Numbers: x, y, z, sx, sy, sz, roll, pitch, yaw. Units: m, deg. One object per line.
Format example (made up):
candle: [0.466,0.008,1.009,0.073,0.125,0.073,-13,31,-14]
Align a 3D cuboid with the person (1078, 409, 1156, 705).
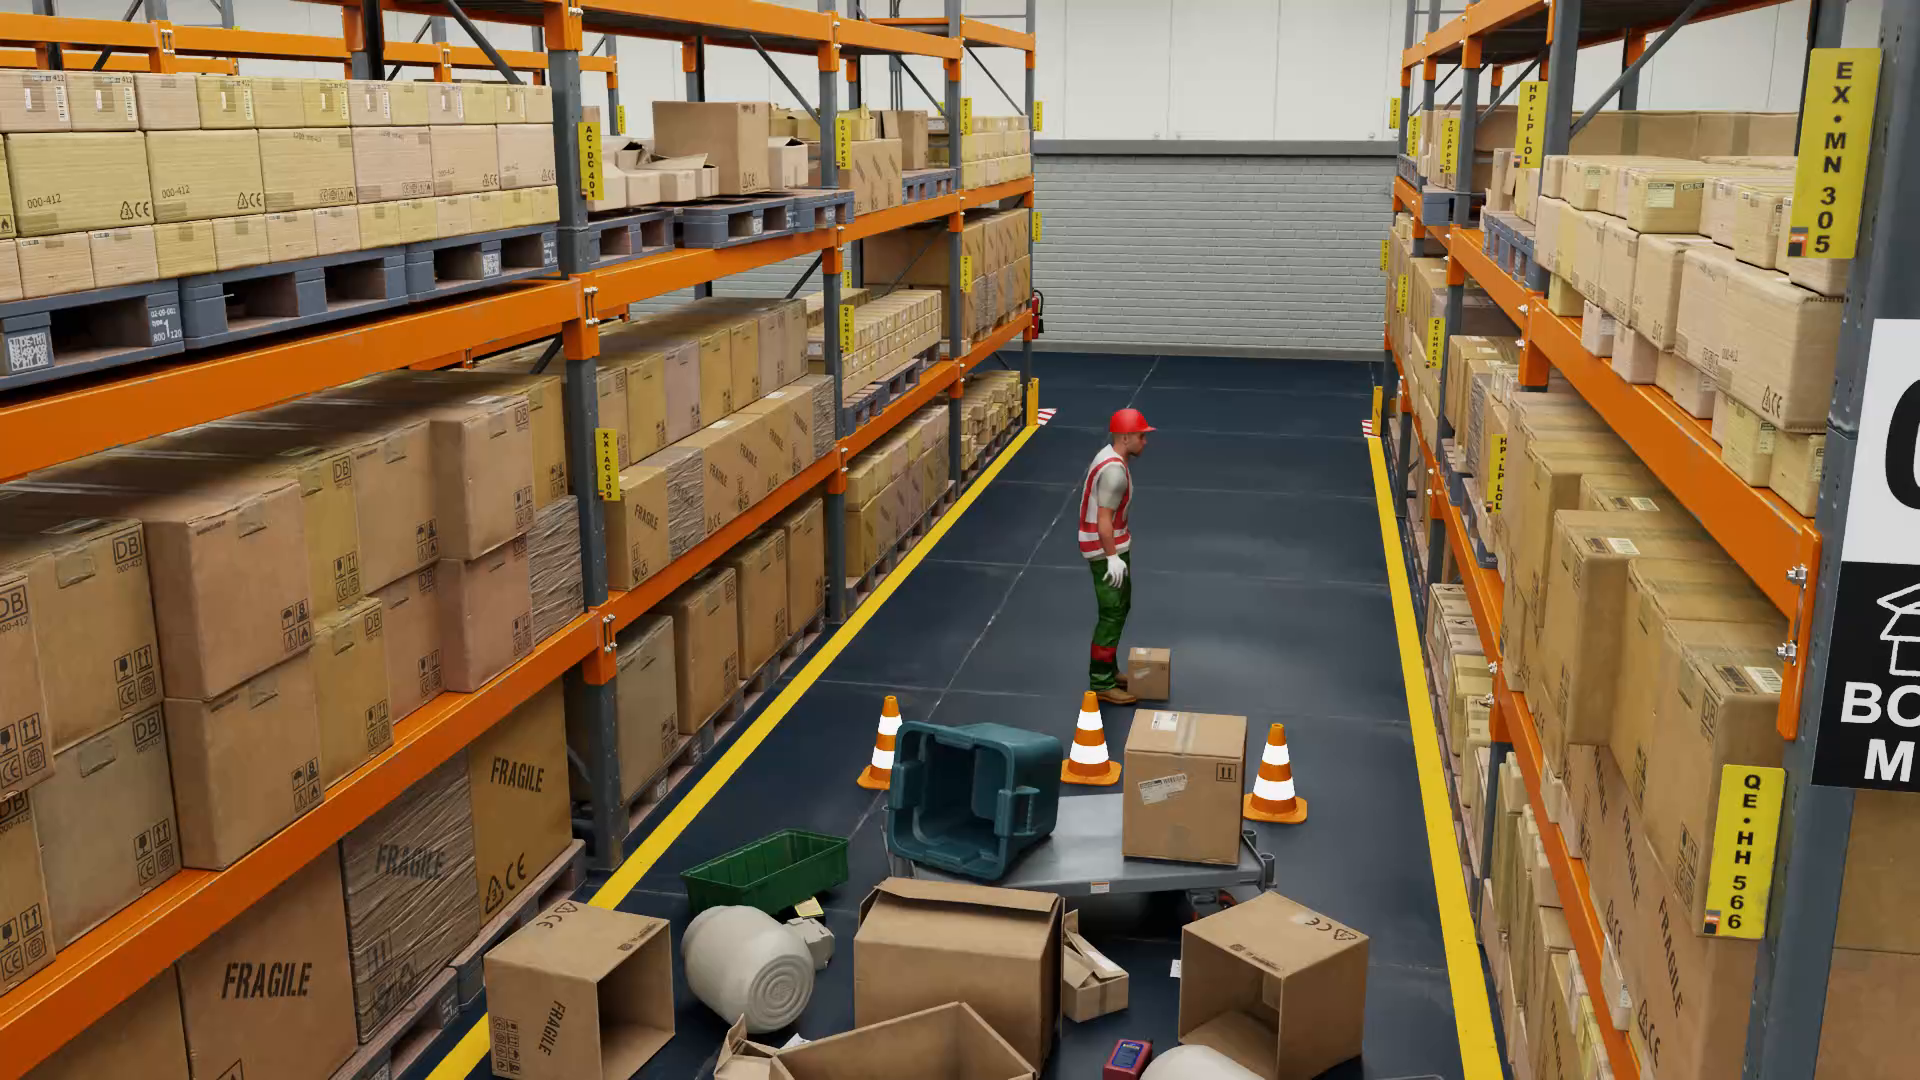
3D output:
person: [0.949,0.080,10.173,0.451,1.778,0.611,2,15,8]
